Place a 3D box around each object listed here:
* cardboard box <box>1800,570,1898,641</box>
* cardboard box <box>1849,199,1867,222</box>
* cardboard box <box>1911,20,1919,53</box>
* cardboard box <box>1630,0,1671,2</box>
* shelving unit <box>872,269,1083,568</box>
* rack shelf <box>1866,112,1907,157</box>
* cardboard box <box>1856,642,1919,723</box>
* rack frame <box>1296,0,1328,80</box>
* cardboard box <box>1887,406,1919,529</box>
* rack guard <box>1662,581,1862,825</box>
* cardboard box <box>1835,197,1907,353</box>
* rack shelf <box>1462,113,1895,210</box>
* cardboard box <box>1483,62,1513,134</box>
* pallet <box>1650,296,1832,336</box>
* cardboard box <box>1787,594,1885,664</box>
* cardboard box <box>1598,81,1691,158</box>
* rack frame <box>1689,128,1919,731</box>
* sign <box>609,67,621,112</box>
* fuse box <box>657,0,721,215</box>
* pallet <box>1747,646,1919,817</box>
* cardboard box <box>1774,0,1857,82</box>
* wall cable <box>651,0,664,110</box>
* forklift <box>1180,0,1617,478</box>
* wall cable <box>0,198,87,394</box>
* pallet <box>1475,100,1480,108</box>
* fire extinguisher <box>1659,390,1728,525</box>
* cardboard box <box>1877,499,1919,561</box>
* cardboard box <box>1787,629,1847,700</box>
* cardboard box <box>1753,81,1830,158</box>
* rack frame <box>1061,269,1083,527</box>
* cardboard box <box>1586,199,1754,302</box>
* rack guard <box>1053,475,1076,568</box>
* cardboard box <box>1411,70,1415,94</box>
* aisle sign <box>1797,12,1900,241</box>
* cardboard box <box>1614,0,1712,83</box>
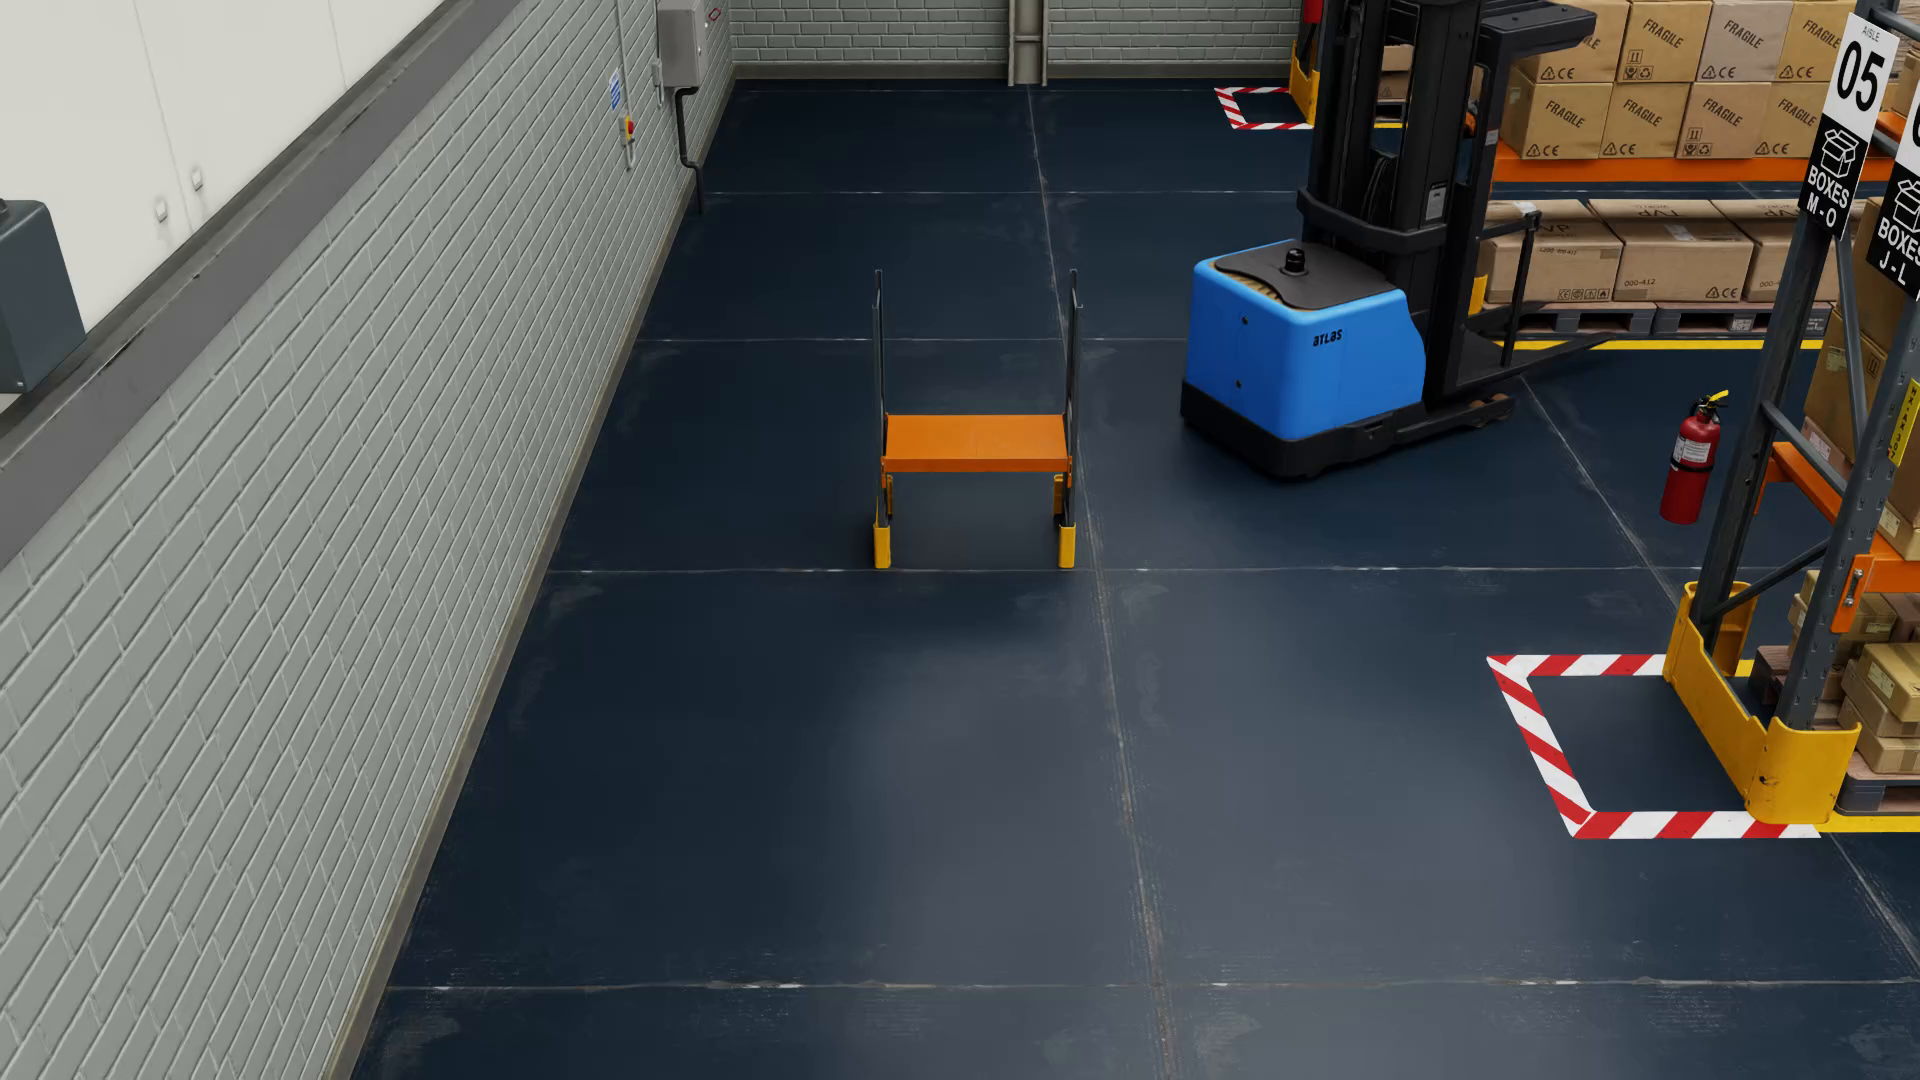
[{"bbox_3d":[4.075,0.300,7.634,0.250,0.149,0.380,0,31,0],"label":"cardboard box"},{"bbox_3d":[6.788,-2.070,11.835,0.875,0.438,0.875,-1,31,-1],"label":"cardboard box"},{"bbox_3d":[4.006,-1.917,6.289,0.500,0.250,0.500,-1,31,-2],"label":"cardboard box"},{"bbox_3d":[4.295,-3.503,10.447,0.250,0.149,0.380,1,31,1],"label":"cardboard box"},{"bbox_3d":[0.076,-0.641,8.861,1.083,1.500,0.587,0,31,0],"label":"shelving unit"},{"bbox_3d":[5.547,-1.333,6.357,4.000,0.370,1.077,0,31,0],"label":"rack shelf"},{"bbox_3d":[4.073,0.608,7.127,0.250,0.149,0.380,-2,31,-3],"label":"cardboard box"},{"bbox_3d":[3.382,-5.494,15.413,0.127,3.000,1.000,0,31,0],"label":"rack frame"},{"bbox_3d":[3.998,-0.380,6.601,0.500,0.500,0.500,1,31,2],"label":"cardboard box"},{"bbox_3d":[3.623,0.716,7.587,0.348,0.500,1.175,0,31,0],"label":"rack guard"},{"bbox_3d":[4.003,-1.080,6.791,0.500,0.500,0.500,-1,31,-1],"label":"cardboard box"},{"bbox_3d":[5.416,-2.618,11.367,4.000,0.370,1.077,0,31,0],"label":"rack shelf"},{"bbox_3d":[3.897,-3.101,11.373,0.500,0.500,0.500,0,31,0],"label":"cardboard box"},{"bbox_3d":[5.432,-1.773,11.968,1.213,0.211,1.003,0,31,0],"label":"pallet"},{"bbox_3d":[4.073,0.410,7.739,0.250,0.149,0.380,-1,31,-2],"label":"cardboard box"},{"bbox_3d":[4.404,-2.831,10.927,0.500,0.500,0.500,-1,31,-1],"label":"cardboard box"},{"bbox_3d":[3.547,-0.352,6.938,0.127,3.000,1.000,0,31,0],"label":"rack frame"},{"bbox_3d":[-2.283,-2.980,11.009,0.001,0.218,0.327,0,31,0],"label":"sign"},{"bbox_3d":[-2.089,-3.429,13.252,0.414,1.711,0.539,0,31,0],"label":"fuse box"},{"bbox_3d":[4.436,0.856,7.636,1.213,0.211,1.003,0,31,0],"label":"pallet"},{"bbox_3d":[5.428,-3.256,10.665,0.500,0.500,0.500,0,31,0],"label":"cardboard box"},{"bbox_3d":[-2.243,-4.060,12.070,0.122,1.984,0.588,0,31,0],"label":"wall cable"},{"bbox_3d":[2.907,-2.173,10.007,3.031,2.935,1.130,-17,35,-26],"label":"forklift"},{"bbox_3d":[-2.199,-3.489,3.224,0.120,5.999,2.277,0,31,0],"label":"wall cable"},{"bbox_3d":[5.473,-4.307,16.146,1.213,0.211,1.003,0,31,0],"label":"pallet"},{"bbox_3d":[3.292,-0.398,7.448,0.183,0.674,0.296,0,31,0],"label":"fire extinguisher"},{"bbox_3d":[3.873,-0.076,6.725,0.250,0.149,0.380,0,31,-1],"label":"cardboard box"},{"bbox_3d":[4.072,0.577,7.750,0.250,0.149,0.380,0,31,1],"label":"cardboard box"},{"bbox_3d":[5.413,-2.833,10.931,0.500,0.500,0.500,1,31,1],"label":"cardboard box"},{"bbox_3d":[0.594,-0.643,8.864,0.032,1.500,0.500,0,31,0],"label":"rack frame"},{"bbox_3d":[4.991,-2.065,11.826,0.875,0.438,0.875,1,31,1],"label":"cardboard box"},{"bbox_3d":[0.574,-0.109,9.188,0.087,0.250,0.587,0,31,0],"label":"rack guard"},{"bbox_3d":[4.420,-4.389,15.935,0.250,0.149,0.380,-1,31,-2],"label":"cardboard box"},{"bbox_3d":[3.472,-1.619,6.520,0.004,0.787,0.394,0,31,0],"label":"aisle sign"},{"bbox_3d":[4.414,-3.249,10.652,0.500,0.500,0.500,-1,31,-2],"label":"cardboard box"}]
